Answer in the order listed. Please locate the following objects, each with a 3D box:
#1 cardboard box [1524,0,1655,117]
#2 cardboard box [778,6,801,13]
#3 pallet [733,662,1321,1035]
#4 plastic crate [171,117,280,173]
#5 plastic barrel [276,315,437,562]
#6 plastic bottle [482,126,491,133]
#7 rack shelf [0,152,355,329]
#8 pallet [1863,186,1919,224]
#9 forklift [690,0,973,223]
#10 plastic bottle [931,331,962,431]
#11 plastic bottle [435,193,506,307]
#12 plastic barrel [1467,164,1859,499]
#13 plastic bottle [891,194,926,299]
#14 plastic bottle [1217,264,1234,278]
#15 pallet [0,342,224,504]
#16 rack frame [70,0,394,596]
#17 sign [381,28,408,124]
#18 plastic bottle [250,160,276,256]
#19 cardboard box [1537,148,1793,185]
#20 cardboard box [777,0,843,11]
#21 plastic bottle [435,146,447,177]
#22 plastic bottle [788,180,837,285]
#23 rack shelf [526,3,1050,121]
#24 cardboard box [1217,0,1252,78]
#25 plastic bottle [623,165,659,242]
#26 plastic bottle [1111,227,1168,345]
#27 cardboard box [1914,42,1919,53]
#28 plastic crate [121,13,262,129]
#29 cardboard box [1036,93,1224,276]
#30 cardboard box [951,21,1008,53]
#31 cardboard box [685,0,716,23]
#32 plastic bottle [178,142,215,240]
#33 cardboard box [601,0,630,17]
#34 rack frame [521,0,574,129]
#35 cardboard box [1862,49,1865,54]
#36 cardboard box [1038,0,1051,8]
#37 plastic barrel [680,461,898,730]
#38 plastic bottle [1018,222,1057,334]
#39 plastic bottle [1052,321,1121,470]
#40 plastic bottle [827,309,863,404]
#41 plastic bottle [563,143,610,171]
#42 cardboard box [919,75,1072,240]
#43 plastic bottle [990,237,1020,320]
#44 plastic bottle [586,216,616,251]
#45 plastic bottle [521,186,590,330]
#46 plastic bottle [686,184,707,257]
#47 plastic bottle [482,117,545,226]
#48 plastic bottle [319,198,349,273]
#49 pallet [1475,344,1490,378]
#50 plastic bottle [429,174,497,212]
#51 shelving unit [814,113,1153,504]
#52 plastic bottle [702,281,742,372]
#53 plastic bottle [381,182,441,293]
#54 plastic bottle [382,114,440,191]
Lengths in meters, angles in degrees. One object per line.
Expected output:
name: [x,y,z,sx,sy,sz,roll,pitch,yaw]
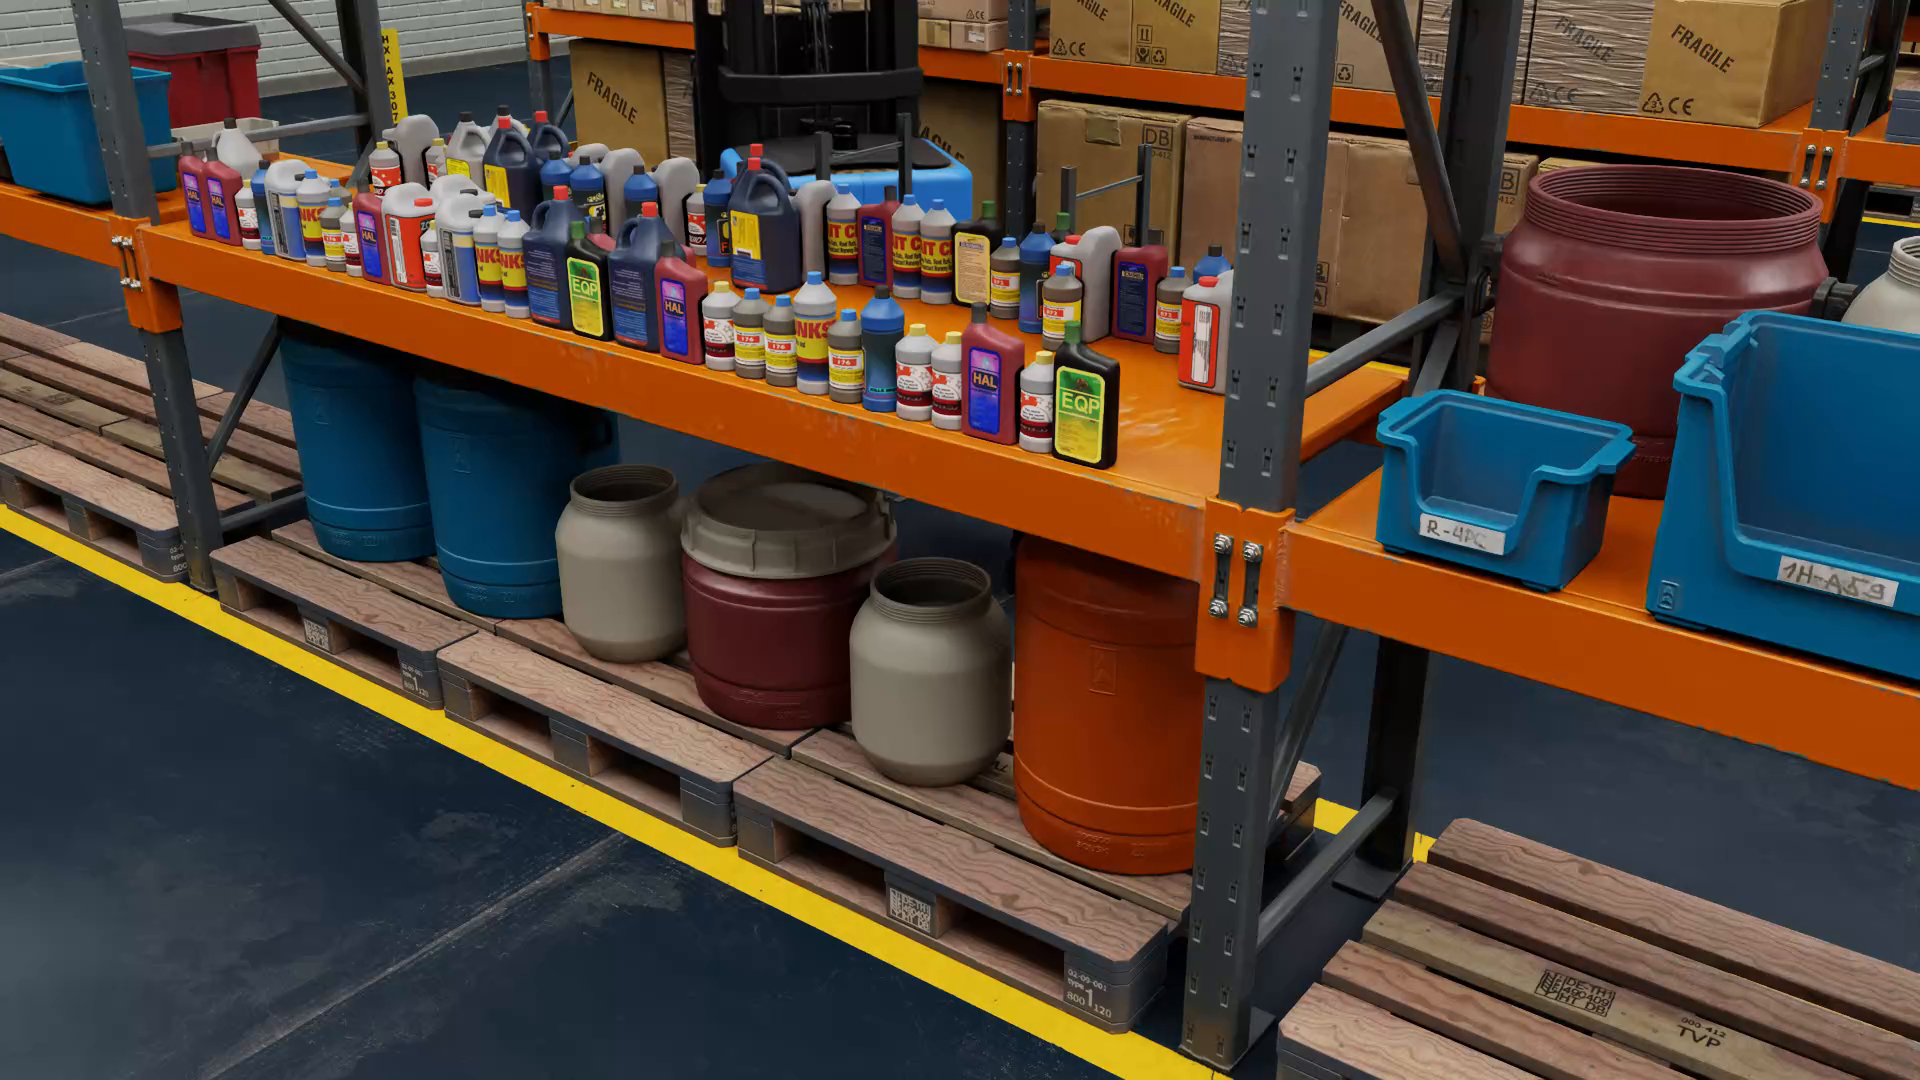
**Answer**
cardboard box: [2.864,-2.191,7.379,0.500,0.500,0.500,17,29,33]
cardboard box: [-0.867,-3.115,9.910,0.250,0.149,0.380,16,29,32]
pallet: [0.177,0.713,4.369,1.213,0.211,1.003,17,29,33]
plastic crate: [-2.655,-1.418,6.001,0.243,0.136,0.396,17,29,33]
plastic barrel: [-1.943,-0.448,5.627,0.708,0.901,0.600,17,29,33]
plastic bottle: [-1.567,-1.217,5.445,0.135,0.276,0.152,17,29,33]
rack shelf: [-3.969,-1.507,6.843,4.000,0.370,1.077,17,29,33]
pallet: [6.234,-2.473,11.600,1.213,0.211,1.003,17,29,33]
forklift: [-0.807,-2.506,8.304,1.130,2.935,3.031,-6,25,-14]
plastic bottle: [-0.013,-0.344,3.558,0.097,0.201,0.097,0,24,0]
plastic bottle: [-1.300,-0.781,4.457,0.135,0.276,0.152,17,29,33]
plastic barrel: [1.386,-0.433,3.344,0.708,0.536,0.600,17,29,33]
plastic bottle: [-0.136,-0.796,4.496,0.097,0.271,0.097,0,24,0]
plastic bottle: [0.680,-0.538,3.904,0.135,0.276,0.152,17,29,33]
pallet: [-3.960,-0.537,7.207,1.213,0.211,1.003,17,29,33]
rack frame: [-2.368,-1.353,5.600,0.127,3.000,1.000,17,29,33]
sign: [-2.037,-1.656,5.946,0.005,0.325,0.100,17,29,33]
plastic bottle: [-2.043,-0.990,4.936,0.097,0.271,0.097,0,24,0]
cardboard box: [3.263,-1.377,7.769,0.875,0.875,1.225,15,28,31]
cardboard box: [-0.732,-3.288,9.810,0.500,0.250,0.500,18,29,34]
plastic bottle: [-1.679,-1.200,5.499,0.097,0.201,0.097,0,24,0]
plastic bottle: [-0.429,-0.873,4.665,0.135,0.276,0.152,17,29,33]
rack shelf: [-0.998,-3.105,10.470,4.000,0.370,1.077,17,29,33]
cardboard box: [1.624,-2.562,8.221,0.500,0.500,0.500,16,28,32]
plastic bottle: [-0.930,-0.959,4.866,0.097,0.271,0.097,0,24,0]
plastic bottle: [0.445,-0.635,4.116,0.133,0.283,0.061,17,29,33]
cardboard box: [9.244,-4.595,15.072,0.875,0.875,0.875,17,29,33]
plastic crate: [-2.932,-1.706,6.249,0.583,0.464,0.402,17,29,33]
cardboard box: [1.127,-2.022,9.234,0.875,0.875,1.225,17,29,33]
cardboard box: [0.162,-2.804,9.205,0.250,0.149,0.380,17,29,34]
cardboard box: [-1.482,-3.301,10.333,0.250,0.149,0.380,16,29,33]
plastic bottle: [-2.331,-1.073,5.110,0.133,0.283,0.061,17,29,33]
cardboard box: [-2.101,-3.487,10.756,0.250,0.149,0.380,16,28,32]
rack frame: [-2.598,-3.918,11.422,0.127,3.000,1.000,17,29,33]
cardboard box: [6.046,-3.318,11.710,0.500,0.250,0.500,16,29,33]
cardboard box: [0.384,-3.216,9.647,0.500,0.250,0.500,16,29,32]
plastic barrel: [-0.473,0.140,4.682,0.708,0.588,0.600,17,29,33]
plastic bottle: [0.197,-0.665,4.198,0.097,0.271,0.097,0,24,0]
plastic bottle: [0.253,-0.292,3.338,0.133,0.283,0.061,17,29,33]
plastic bottle: [-0.247,-0.415,3.718,0.097,0.201,0.097,0,24,0]
plastic bottle: [-1.163,-1.095,5.168,0.135,0.276,0.152,17,29,33]
cardboard box: [0.122,-2.356,9.991,0.875,0.875,0.875,17,29,33]
plastic bottle: [0.127,-0.685,4.330,0.097,0.201,0.097,0,24,0]
plastic bottle: [-0.880,-0.665,4.184,0.133,0.283,0.061,17,29,33]
plastic bottle: [-1.019,-0.728,4.244,0.185,0.351,0.144,17,29,33]
plastic bottle: [-0.761,-0.953,4.938,0.097,0.201,0.097,0,24,0]
plastic bottle: [-1.375,-1.122,5.138,0.185,0.351,0.144,17,29,33]
plastic bottle: [-1.779,-0.878,4.769,0.097,0.201,0.097,0,24,0]
pallet: [3.217,-0.922,8.082,1.213,0.211,1.003,17,29,33]
plastic bottle: [-1.394,-0.886,4.695,0.135,0.276,0.152,17,29,33]
shelving unit: [0.068,-0.666,5.901,1.048,1.500,0.538,17,29,33]
plastic bottle: [-0.558,-0.509,3.932,0.097,0.201,0.097,0,24,0]
plastic bottle: [-1.485,-0.837,4.584,0.135,0.276,0.152,17,29,33]
plastic bottle: [-1.859,-1.305,5.645,0.135,0.276,0.152,17,29,33]
